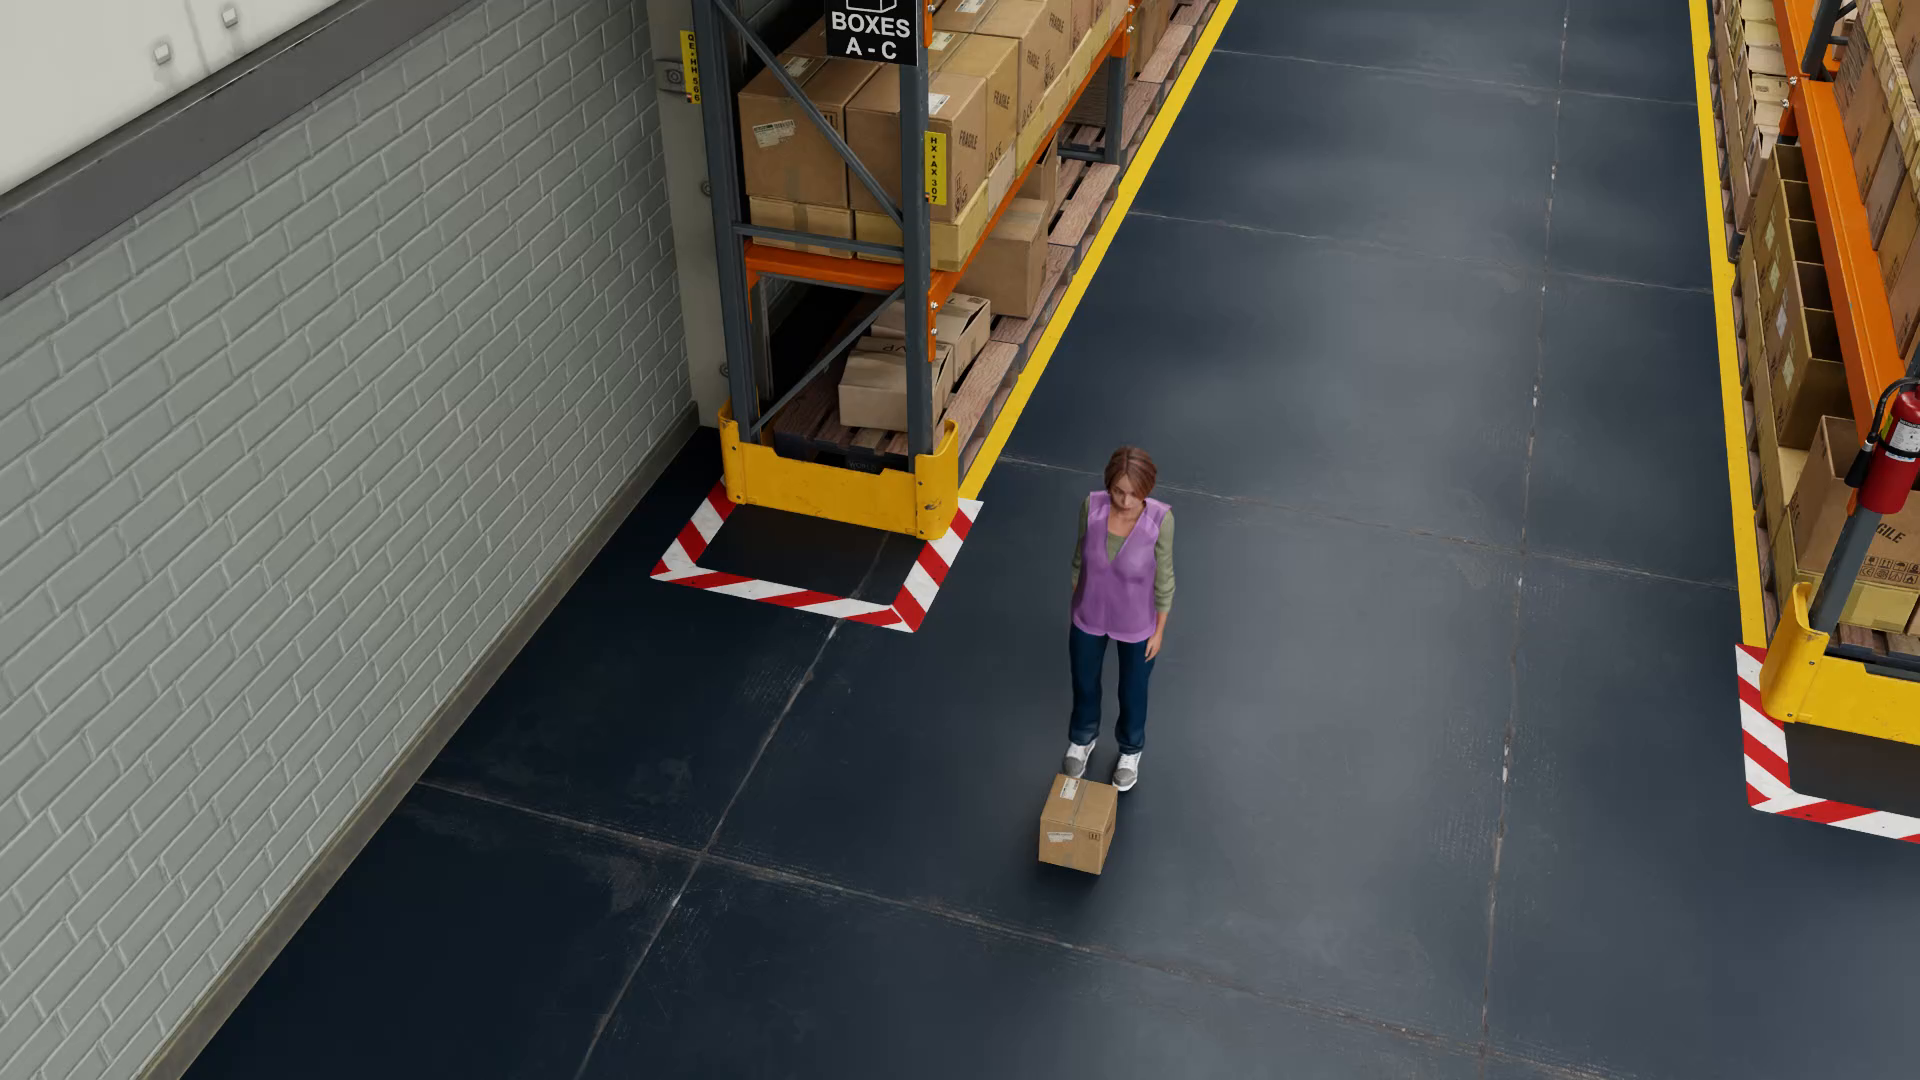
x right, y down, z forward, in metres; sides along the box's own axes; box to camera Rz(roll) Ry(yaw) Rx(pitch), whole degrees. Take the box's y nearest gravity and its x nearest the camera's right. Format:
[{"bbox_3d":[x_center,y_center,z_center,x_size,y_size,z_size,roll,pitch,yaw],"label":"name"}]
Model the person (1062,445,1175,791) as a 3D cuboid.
[{"bbox_3d":[0.620,0.319,6.488,0.406,1.599,0.306,12,39,15],"label":"person"}]
